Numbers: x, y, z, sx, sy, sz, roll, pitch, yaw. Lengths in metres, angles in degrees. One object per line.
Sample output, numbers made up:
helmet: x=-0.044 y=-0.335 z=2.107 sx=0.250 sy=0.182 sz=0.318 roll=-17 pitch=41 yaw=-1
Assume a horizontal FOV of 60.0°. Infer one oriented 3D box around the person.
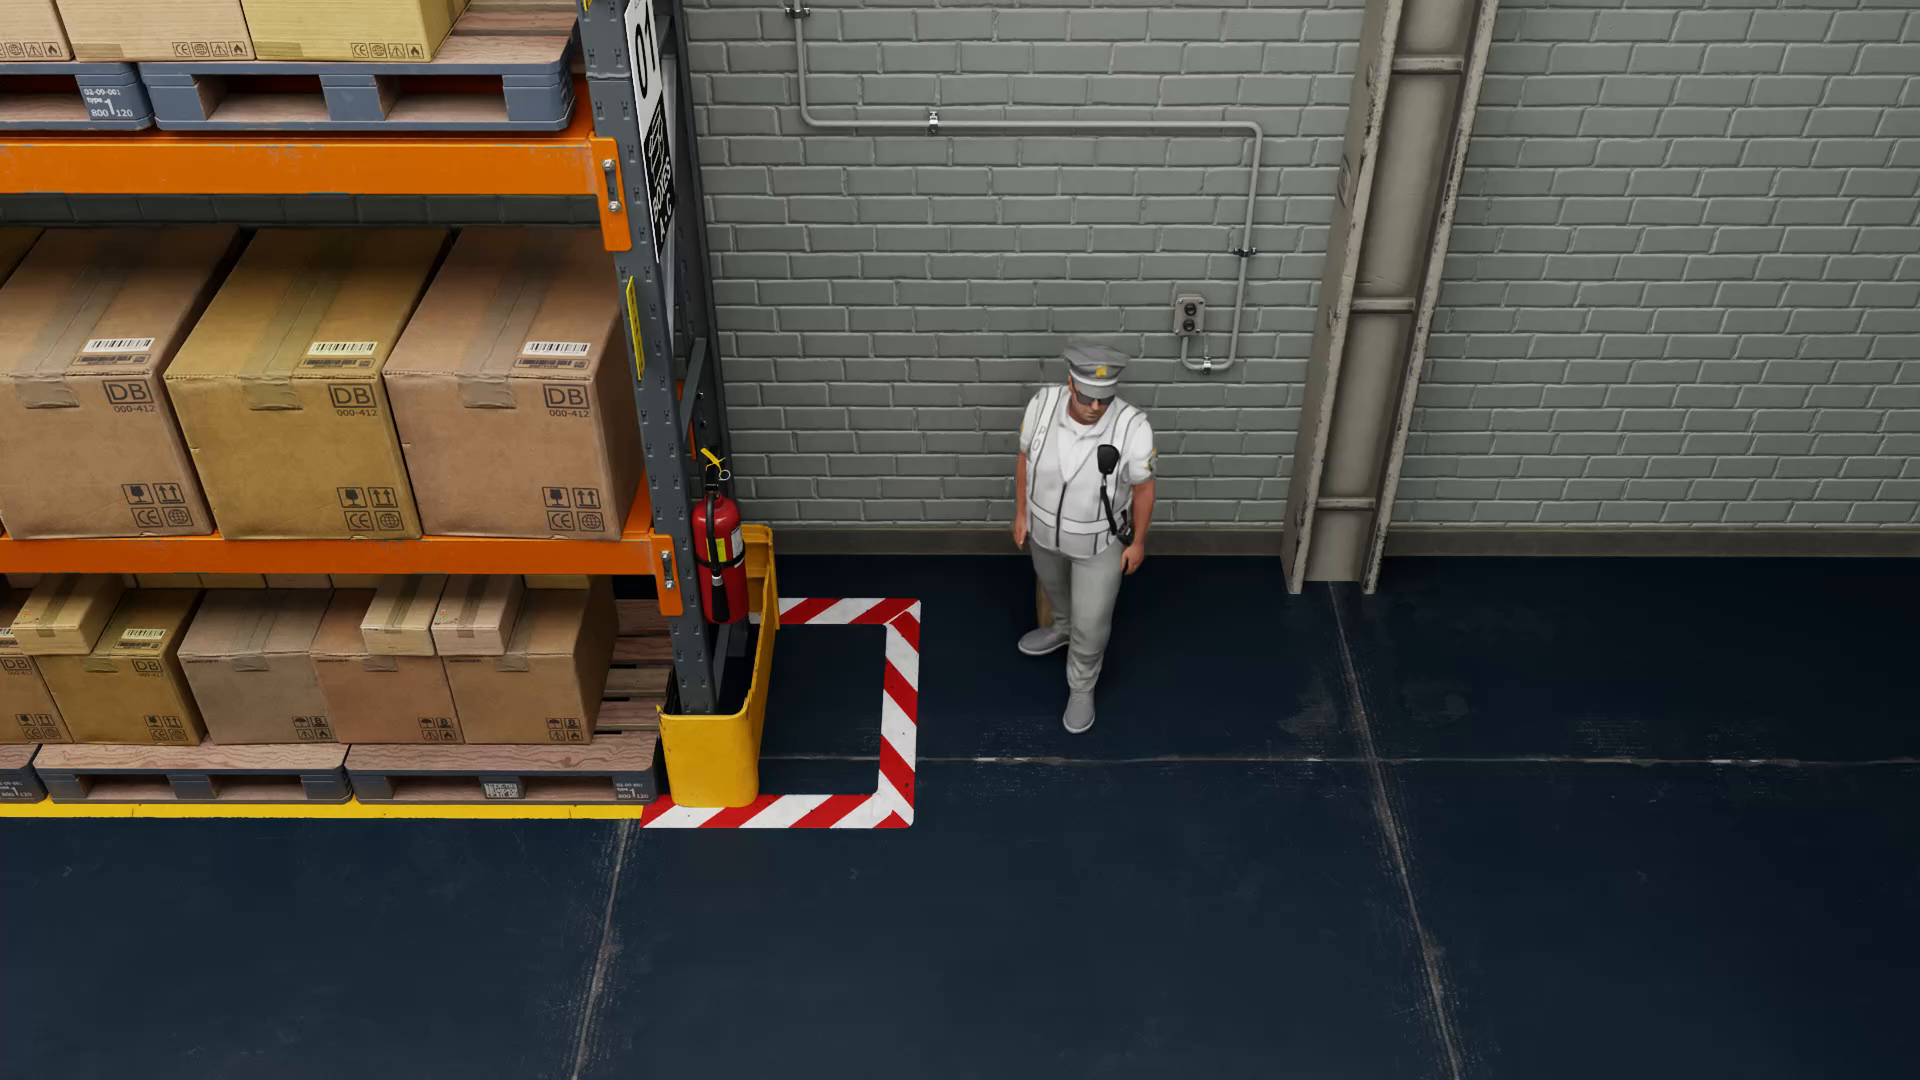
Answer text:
person: x=0.478 y=-0.070 z=6.592 sx=0.569 sy=1.747 sz=0.586 roll=18 pitch=43 yaw=21
